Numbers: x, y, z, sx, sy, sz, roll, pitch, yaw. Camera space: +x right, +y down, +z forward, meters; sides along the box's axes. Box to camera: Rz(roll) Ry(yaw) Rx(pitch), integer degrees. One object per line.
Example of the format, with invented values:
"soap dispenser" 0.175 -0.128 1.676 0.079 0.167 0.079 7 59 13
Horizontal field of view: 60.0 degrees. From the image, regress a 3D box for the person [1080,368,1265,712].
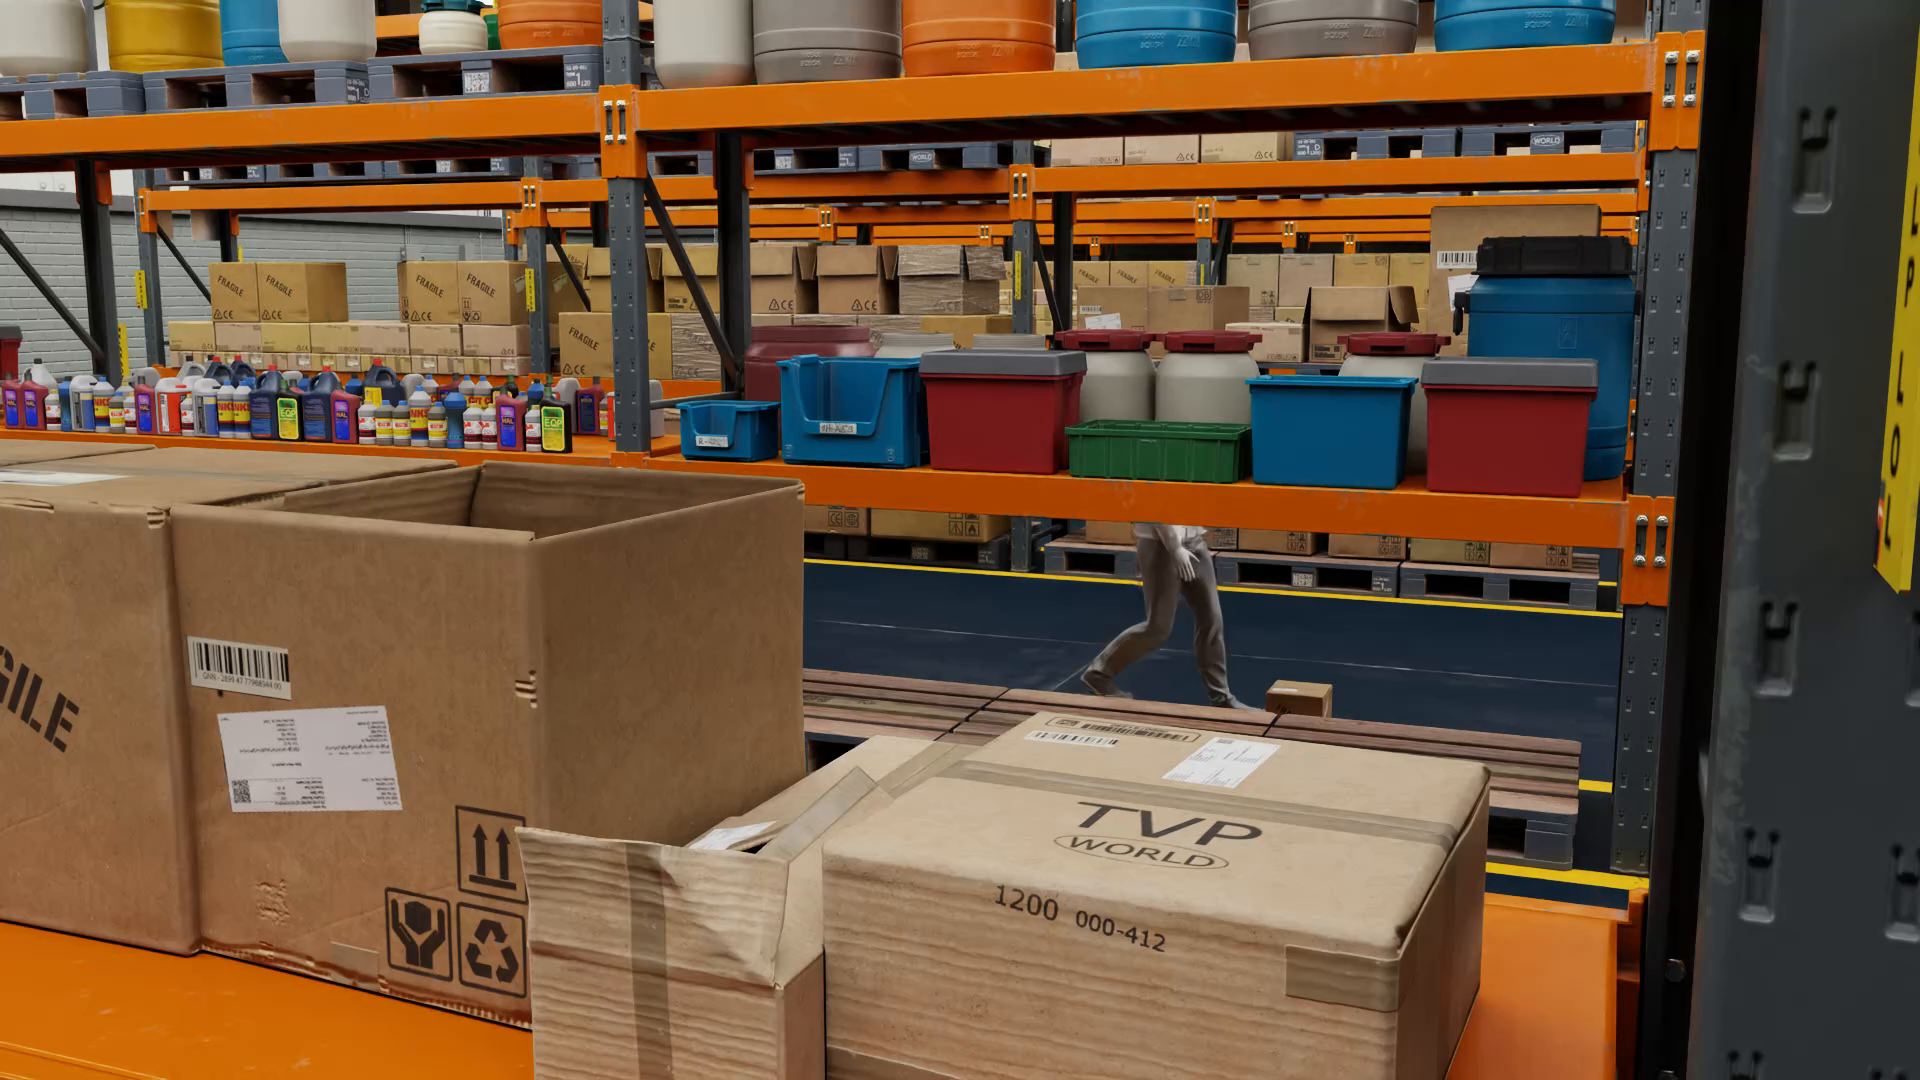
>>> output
"person" 0.999 0.010 7.658 0.843 1.653 0.481 5 10 31
